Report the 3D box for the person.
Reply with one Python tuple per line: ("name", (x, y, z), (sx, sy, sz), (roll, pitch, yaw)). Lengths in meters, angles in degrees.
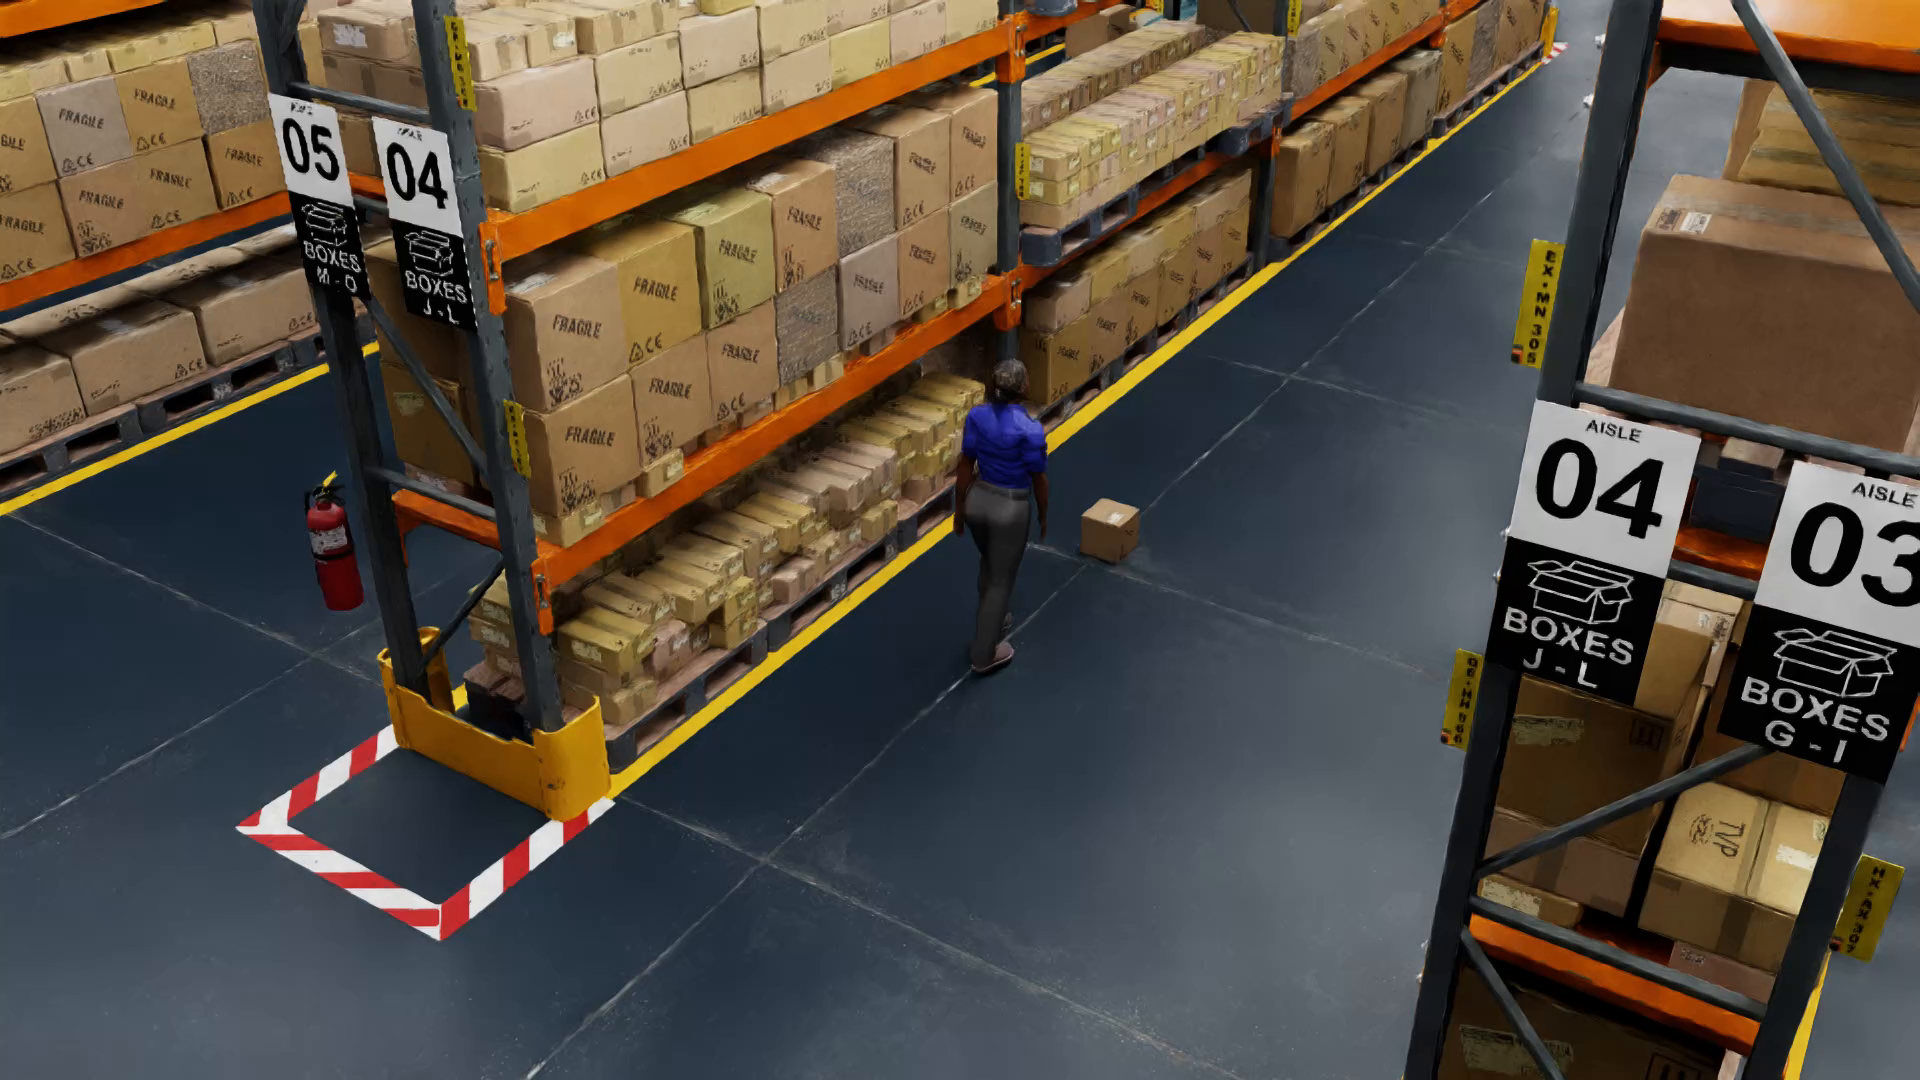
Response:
("person", (0.217, -0.125, 8.415), (0.458, 1.676, 0.593), (20, 36, 30))
